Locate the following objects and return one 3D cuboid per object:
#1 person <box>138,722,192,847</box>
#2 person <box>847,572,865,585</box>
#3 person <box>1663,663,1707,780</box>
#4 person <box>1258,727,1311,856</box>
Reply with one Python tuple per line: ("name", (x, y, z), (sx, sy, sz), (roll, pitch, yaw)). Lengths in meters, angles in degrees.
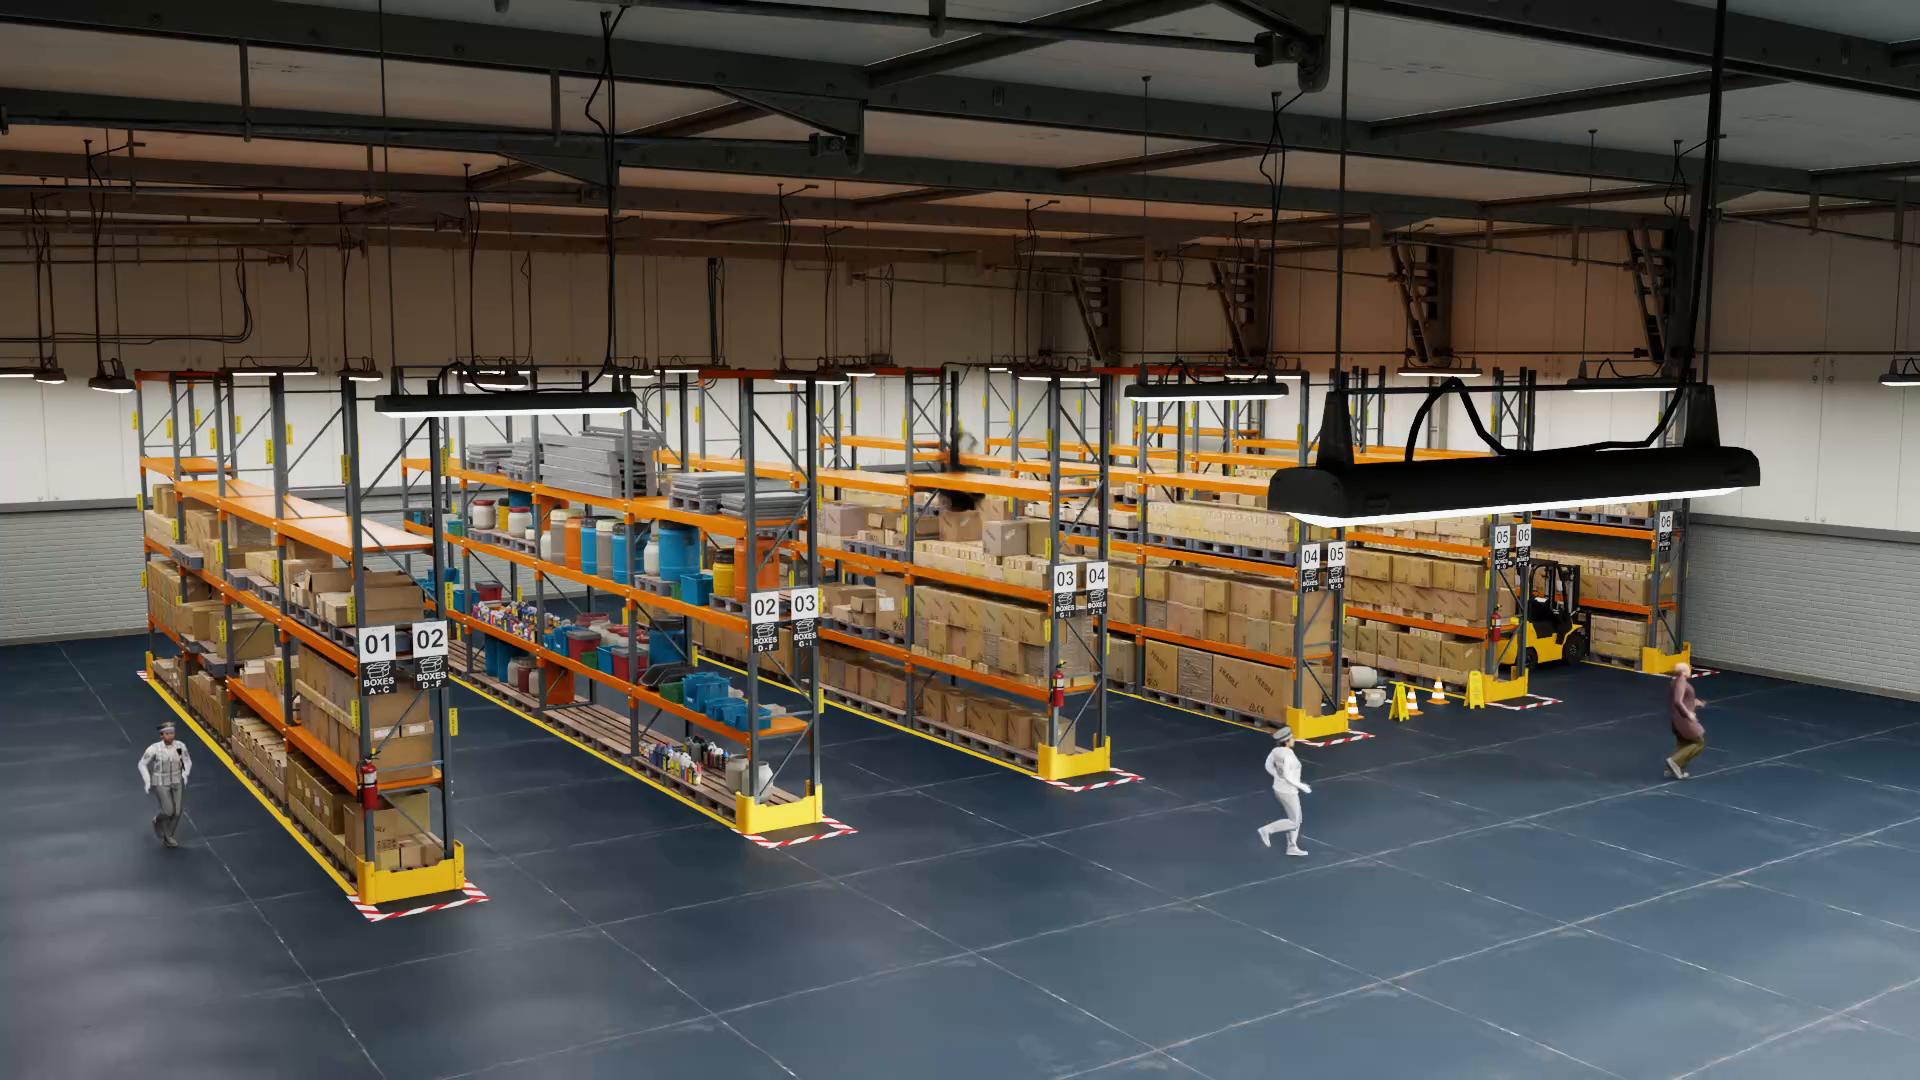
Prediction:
("person", (-10.108, 3.123, 21.256), (0.575, 1.643, 0.603), (6, 9, 45))
("person", (-2.577, 0.757, 42.069), (0.686, 1.636, 0.565), (2, 7, 15))
("person", (10.789, 2.679, 24.646), (0.634, 1.737, 0.696), (0, 6, 4))
("person", (4.047, 3.163, 20.877), (0.696, 1.671, 0.617), (-1, 7, -11))
